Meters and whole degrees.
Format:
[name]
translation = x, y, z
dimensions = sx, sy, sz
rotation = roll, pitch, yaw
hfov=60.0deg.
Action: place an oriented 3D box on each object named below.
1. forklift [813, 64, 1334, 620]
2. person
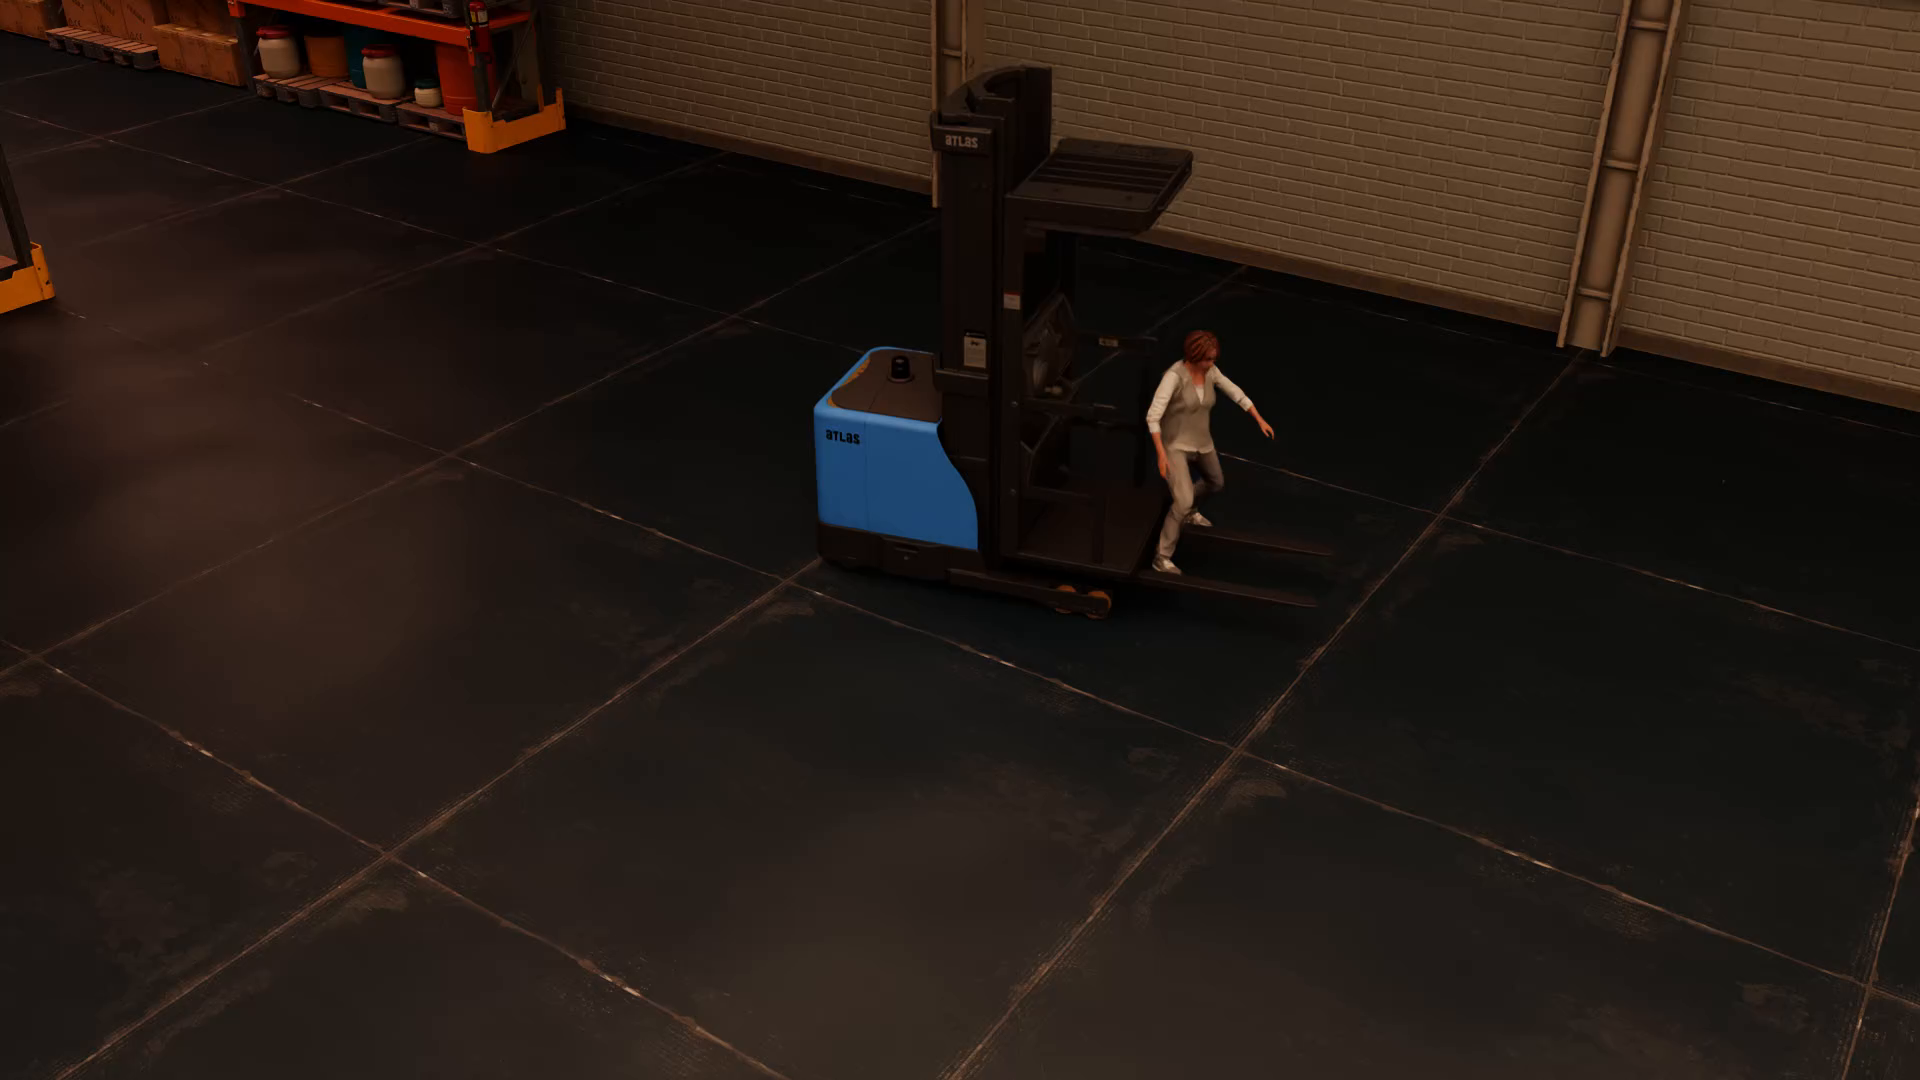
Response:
[forklift]
translation = 0.698, -1.104, 9.482
dimensions = 3.031, 2.935, 1.130
rotation = 10, 32, 17
[person]
translation = 1.416, -0.553, 9.976
dimensions = 0.856, 1.490, 0.741
rotation = -19, 35, -29
